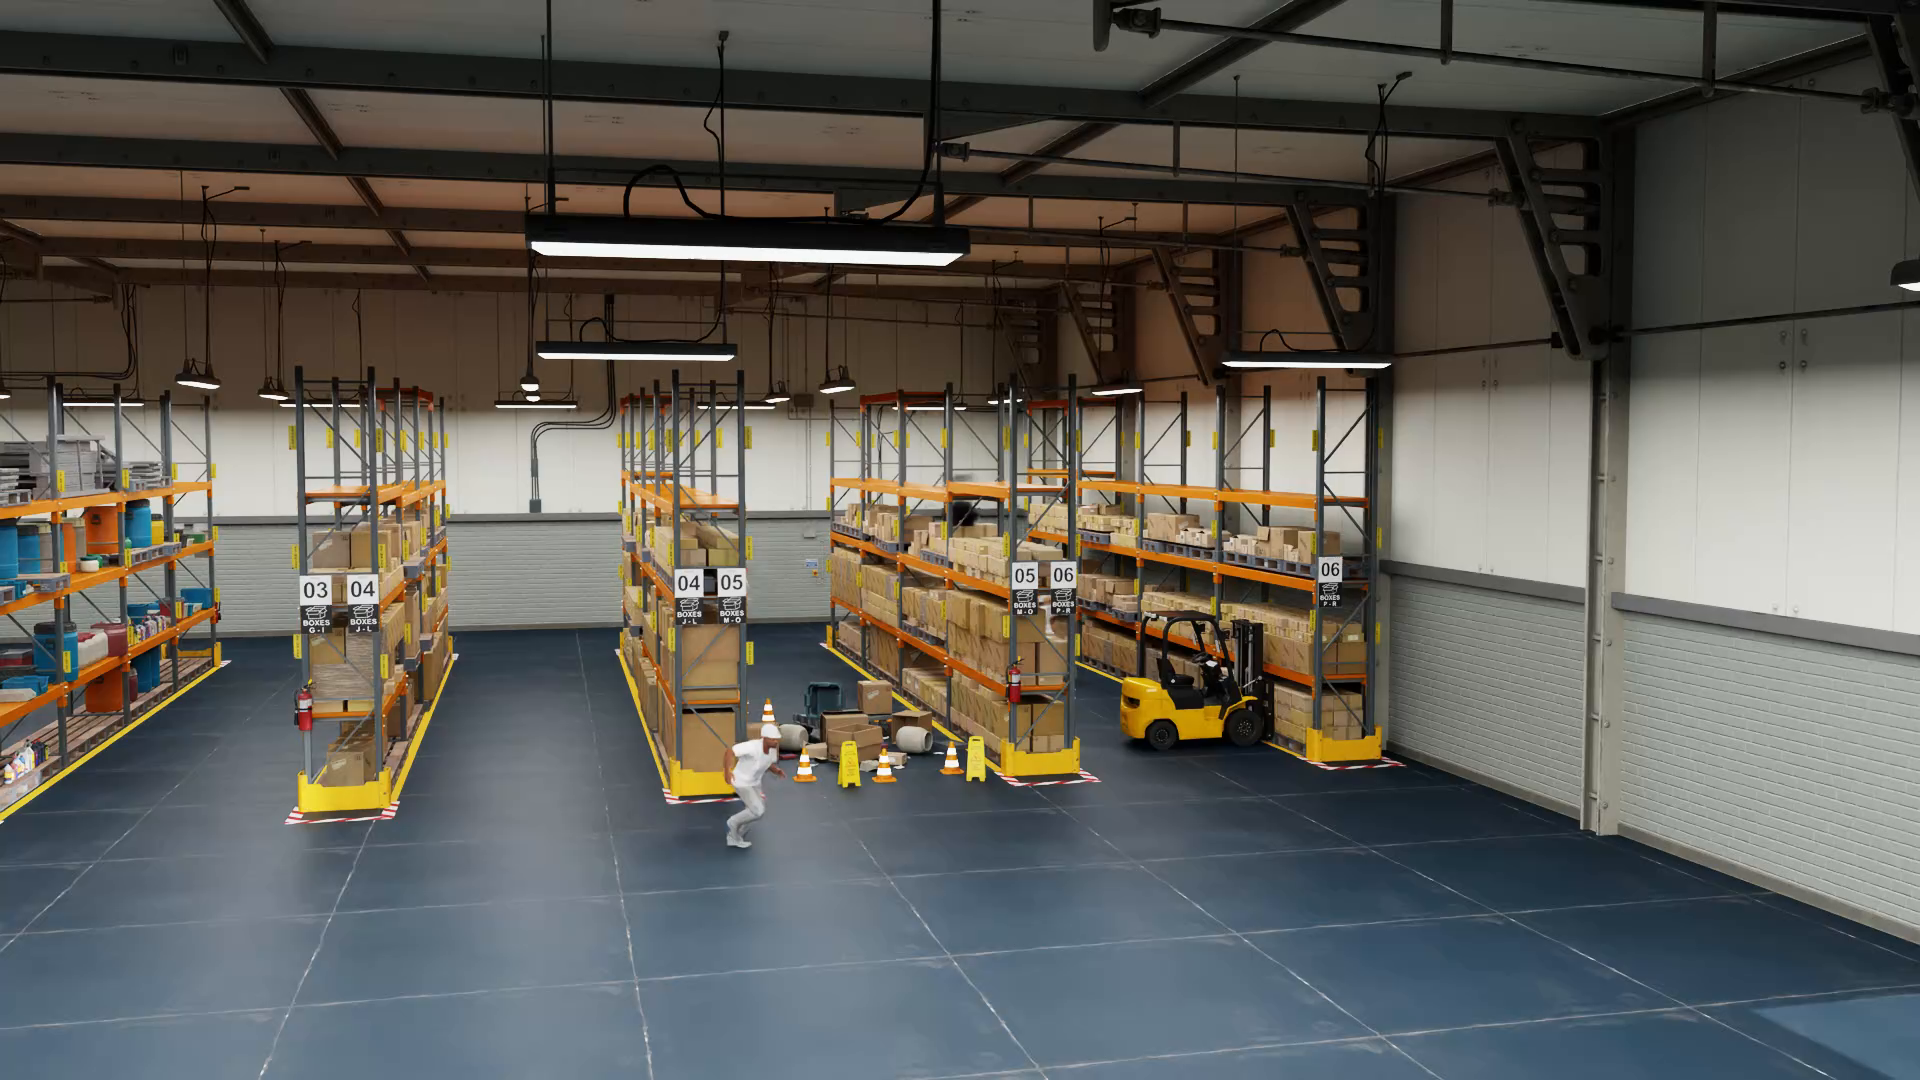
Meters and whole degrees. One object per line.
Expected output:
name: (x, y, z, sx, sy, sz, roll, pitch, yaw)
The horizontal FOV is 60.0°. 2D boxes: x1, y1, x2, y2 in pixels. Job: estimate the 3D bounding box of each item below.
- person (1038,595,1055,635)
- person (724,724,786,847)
person: (1.827, 2.025, 35.560, 0.670, 1.731, 0.620, -3, 5, -41)
person: (-2.533, 3.005, 20.247, 0.830, 1.573, 0.735, 2, 4, 31)
